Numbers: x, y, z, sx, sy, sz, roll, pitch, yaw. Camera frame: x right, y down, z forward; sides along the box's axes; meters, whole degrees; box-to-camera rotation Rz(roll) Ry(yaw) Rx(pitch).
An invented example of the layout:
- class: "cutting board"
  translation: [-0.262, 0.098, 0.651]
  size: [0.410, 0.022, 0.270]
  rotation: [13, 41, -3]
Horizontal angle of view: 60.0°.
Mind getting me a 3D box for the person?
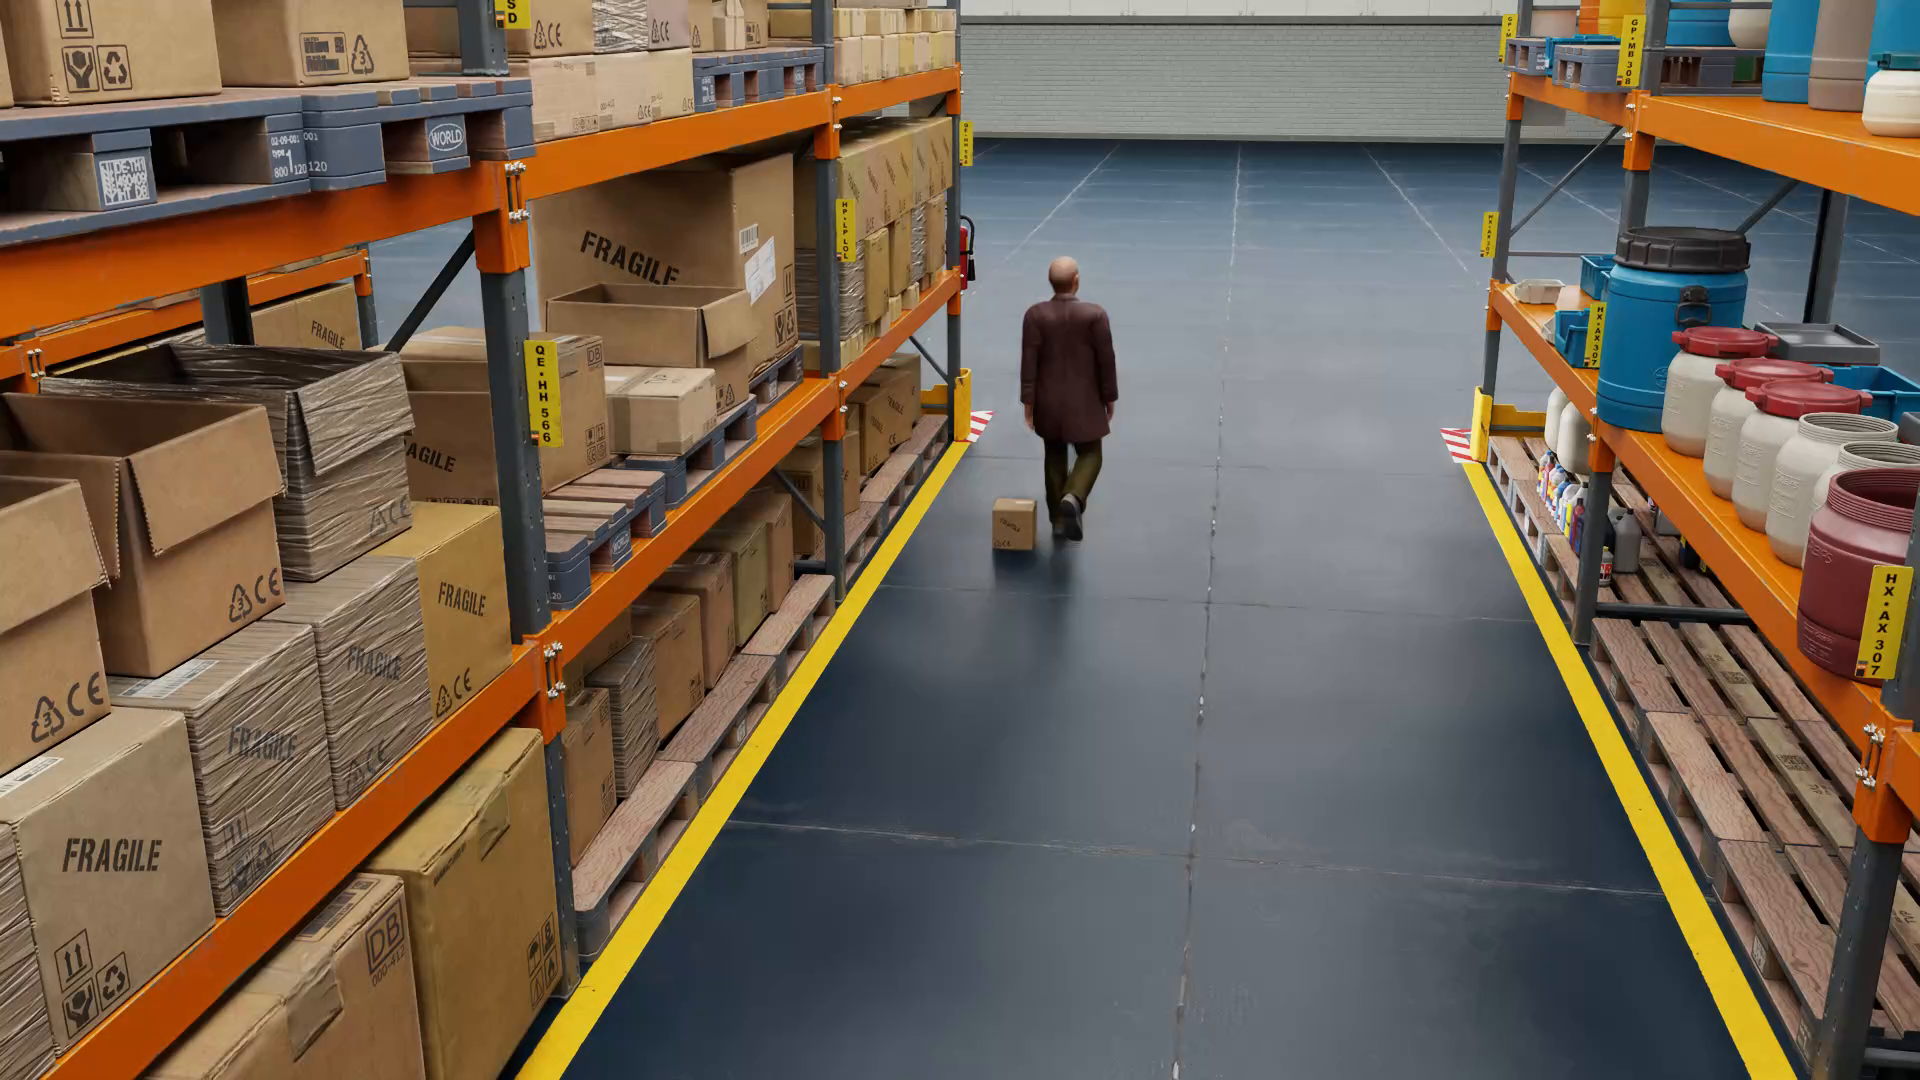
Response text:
- class: "person"
  translation: [0.661, -0.850, 10.190]
  size: [0.601, 1.753, 0.815]
  rotation: [4, 18, 14]
